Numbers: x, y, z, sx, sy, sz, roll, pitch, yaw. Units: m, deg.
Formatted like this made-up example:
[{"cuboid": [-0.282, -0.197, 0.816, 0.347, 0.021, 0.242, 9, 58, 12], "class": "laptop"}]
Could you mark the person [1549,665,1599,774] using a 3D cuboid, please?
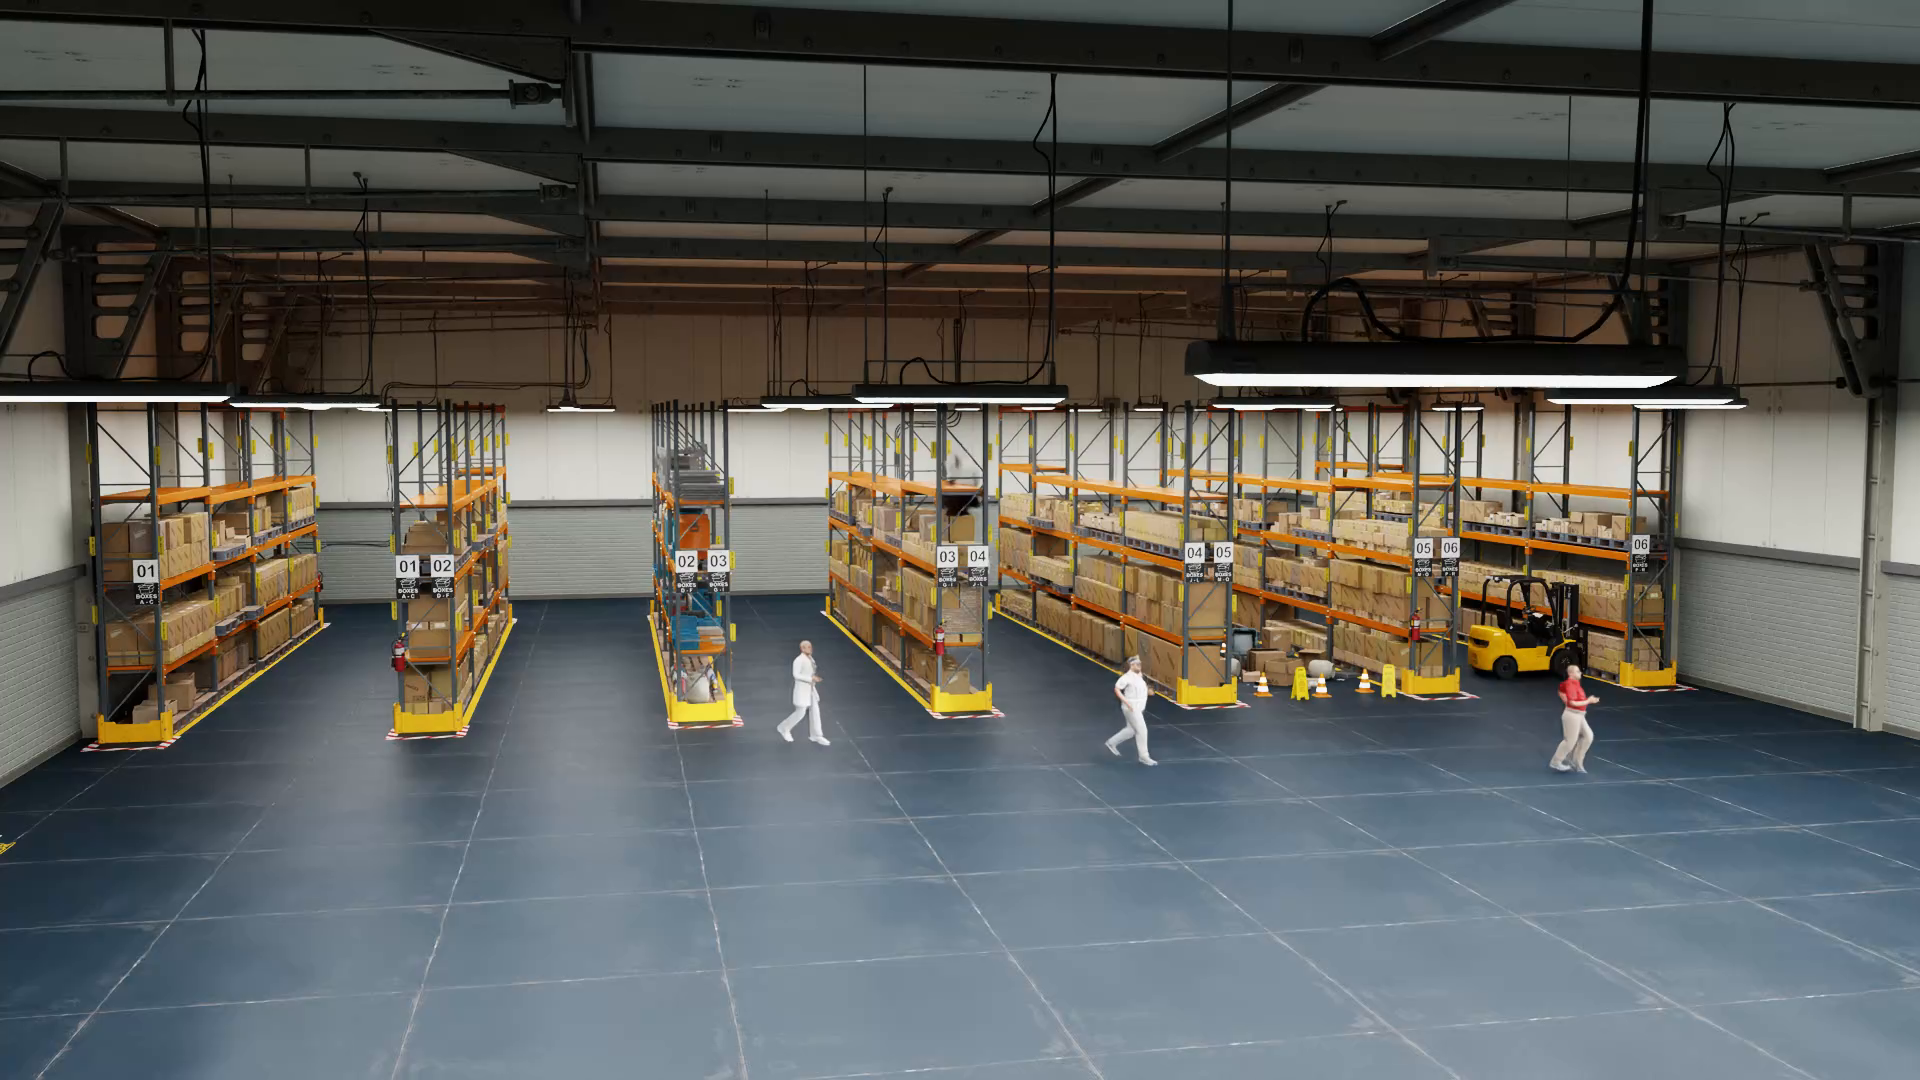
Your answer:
[{"cuboid": [9.797, 2.882, 26.490, 0.726, 1.783, 0.640, 2, 5, 27], "class": "person"}]

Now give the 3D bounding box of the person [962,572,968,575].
[{"cuboid": [-0.007, 1.300, 47.661, 0.647, 1.593, 0.932, 0, 4, 3], "class": "person"}]

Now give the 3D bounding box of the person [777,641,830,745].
[{"cuboid": [-2.699, 2.646, 28.917, 0.901, 1.801, 0.730, 2, 5, 21], "class": "person"}]

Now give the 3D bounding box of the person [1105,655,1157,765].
[{"cuboid": [2.831, 2.776, 27.384, 0.911, 1.803, 0.647, 2, 5, 22], "class": "person"}]
